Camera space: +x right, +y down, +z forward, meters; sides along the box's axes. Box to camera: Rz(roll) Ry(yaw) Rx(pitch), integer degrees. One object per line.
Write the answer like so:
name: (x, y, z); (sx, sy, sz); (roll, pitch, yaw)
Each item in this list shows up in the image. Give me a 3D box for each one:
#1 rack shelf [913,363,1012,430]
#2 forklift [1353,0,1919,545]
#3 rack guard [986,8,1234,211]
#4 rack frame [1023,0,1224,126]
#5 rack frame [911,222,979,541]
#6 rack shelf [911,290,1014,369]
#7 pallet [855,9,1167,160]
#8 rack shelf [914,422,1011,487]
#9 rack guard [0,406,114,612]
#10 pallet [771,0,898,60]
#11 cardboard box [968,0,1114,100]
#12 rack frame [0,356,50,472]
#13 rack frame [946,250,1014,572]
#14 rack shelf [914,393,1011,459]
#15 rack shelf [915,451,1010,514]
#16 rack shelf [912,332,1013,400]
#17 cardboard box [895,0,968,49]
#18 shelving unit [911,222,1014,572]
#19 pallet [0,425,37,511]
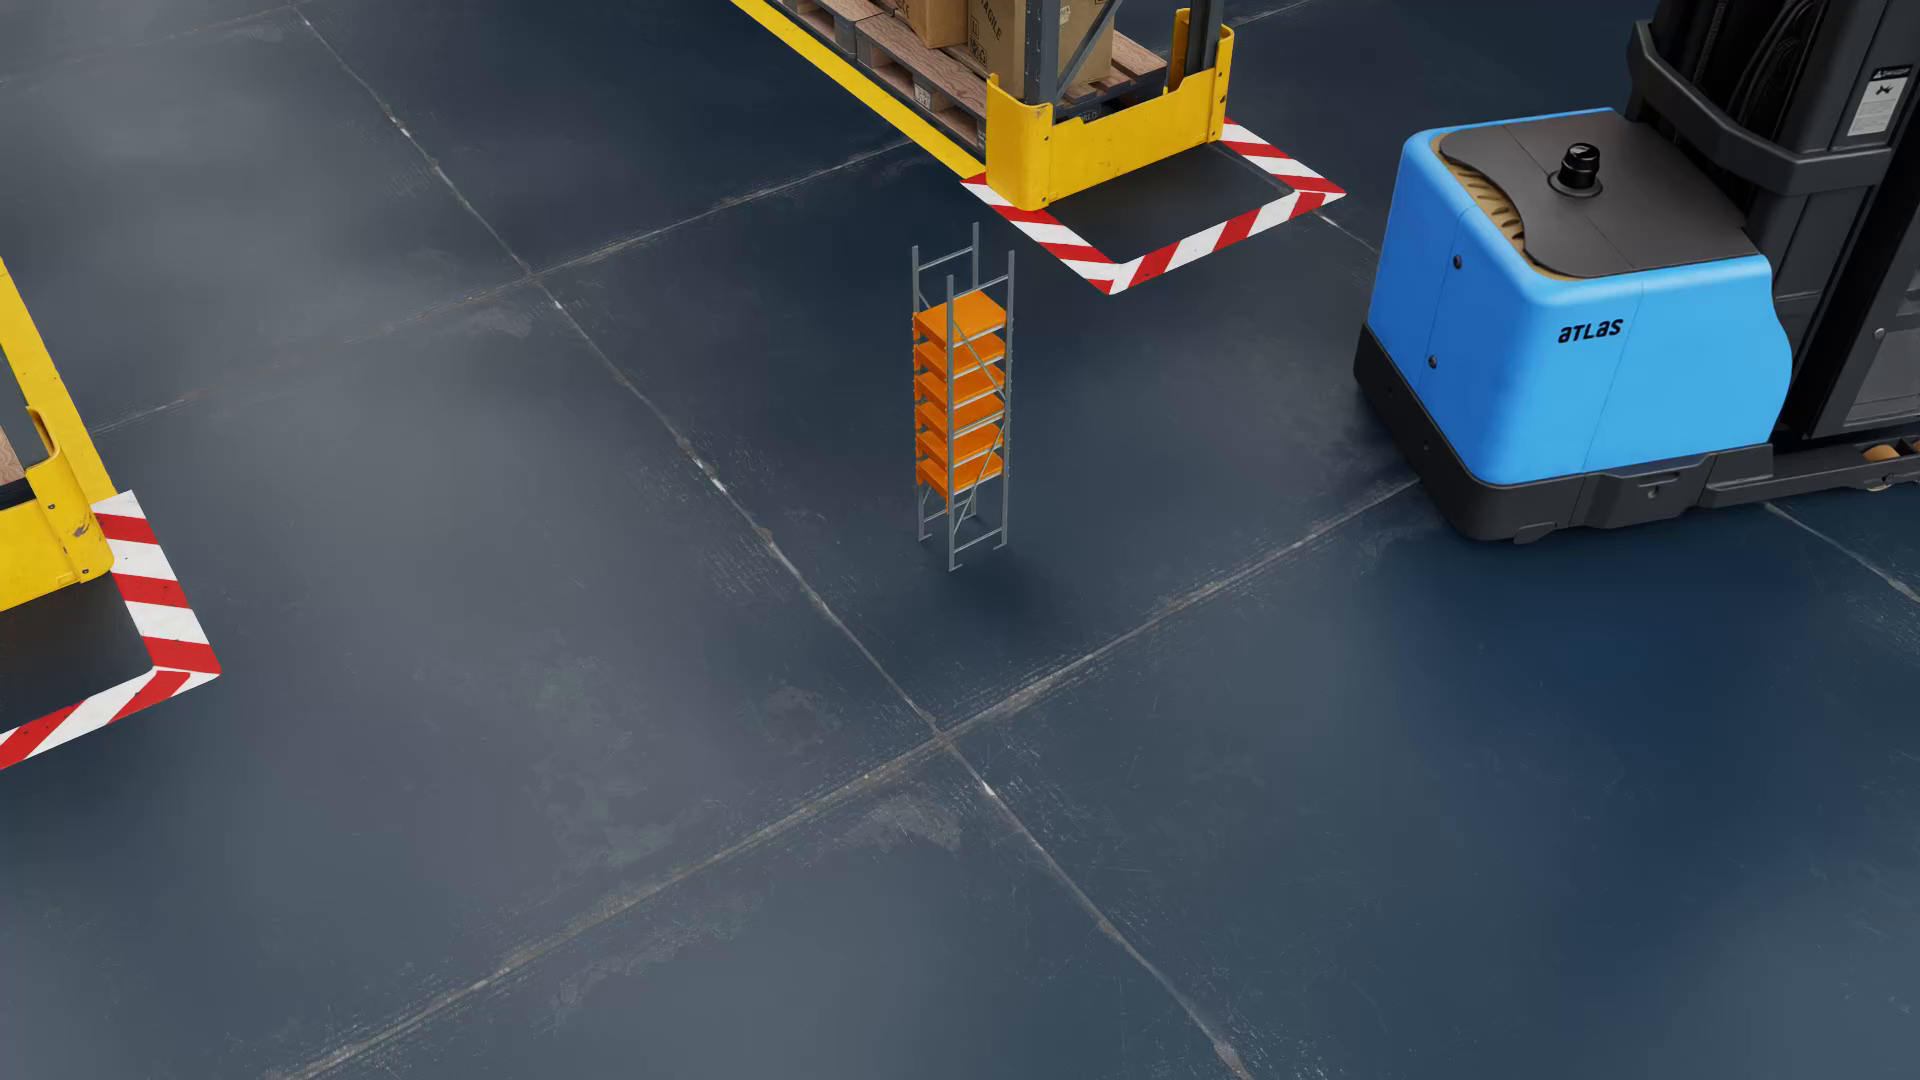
rack shelf: (0.008, -0.480, 5.275); (0.258, 0.103, 0.180); (-26, 49, -24)
forklift: (3.064, -1.582, 5.284); (3.031, 2.935, 1.130); (-9, 44, -10)
rack guard: (0.666, -1.926, 7.406); (1.175, 0.500, 0.348); (-26, 49, -24)
rack frame: (0.709, -2.787, 6.497); (1.000, 3.000, 0.127); (-26, 49, -24)
rack frame: (-0.044, -0.478, 5.381); (0.240, 1.200, 0.006); (-26, 49, -24)
rack shelf: (0.008, -0.654, 5.109); (0.258, 0.103, 0.180); (-26, 49, -24)
pallet: (0.230, -2.296, 8.002); (1.003, 0.211, 1.213); (-26, 49, -24)
rack shelf: (0.008, -0.307, 5.441); (0.258, 0.103, 0.180); (-26, 49, -24)
rack guard: (-3.435, 0.049, 5.337); (1.175, 0.500, 0.348); (-26, 49, -24)
pallet: (-0.464, -2.986, 8.725); (1.003, 0.211, 1.213); (-26, 49, -24)
cardboard box: (0.366, -2.395, 7.593); (0.500, 0.500, 0.500); (-17, 46, -17)
rack frame: (-3.353, -0.831, 4.448); (1.000, 3.000, 0.127); (-26, 49, -24)
rack frame: (0.061, -0.374, 5.273); (0.240, 1.200, 0.006); (-26, 49, -24)
rack shelf: (0.008, -0.394, 5.358); (0.258, 0.103, 0.180); (-26, 49, -24)
rack shelf: (0.008, -0.220, 5.524); (0.258, 0.103, 0.180); (-26, 49, -24)
rack shelf: (0.008, -0.567, 5.192); (0.258, 0.103, 0.180); (-26, 49, -24)
cardboard box: (-0.004, -2.720, 7.933); (0.500, 0.500, 0.500); (-14, 45, -14)
shelving unit: (0.008, -0.426, 5.327); (0.258, 1.200, 0.189); (-26, 49, -24)
pallet: (-3.896, -0.309, 5.920); (1.003, 0.211, 1.213); (-26, 49, -24)
